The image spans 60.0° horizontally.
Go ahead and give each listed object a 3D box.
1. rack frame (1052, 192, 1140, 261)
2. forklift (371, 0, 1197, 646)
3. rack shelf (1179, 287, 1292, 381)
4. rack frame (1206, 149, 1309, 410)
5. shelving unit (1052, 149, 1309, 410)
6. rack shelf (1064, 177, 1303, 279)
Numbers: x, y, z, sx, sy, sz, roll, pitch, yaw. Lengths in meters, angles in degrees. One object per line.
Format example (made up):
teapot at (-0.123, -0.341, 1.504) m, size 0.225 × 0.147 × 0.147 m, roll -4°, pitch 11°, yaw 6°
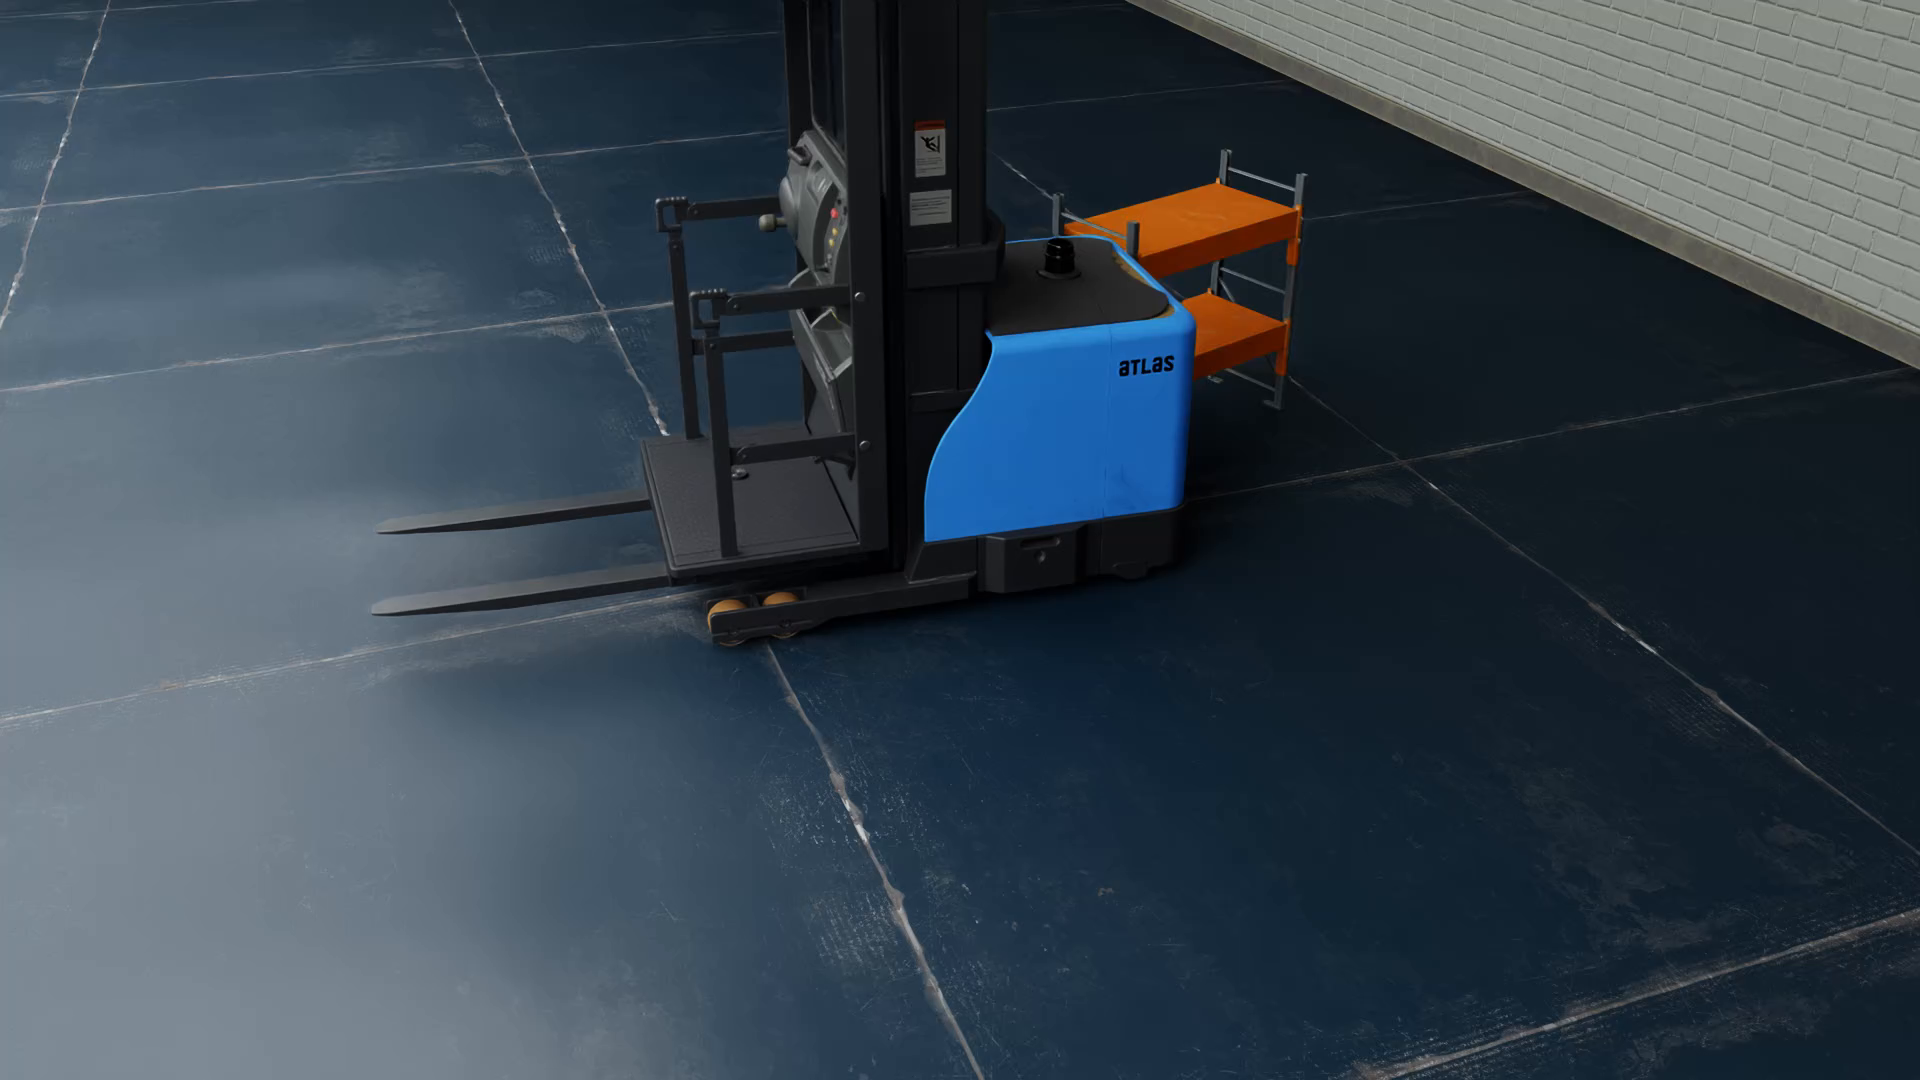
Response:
rack frame at (0.564, -0.889, 7.174) m, size 0.032 × 1.125 × 0.500 m, roll -21°, pitch 36°, yaw -32°
forklift at (-0.699, -1.178, 5.857) m, size 3.031 × 2.935 × 1.130 m, roll -8°, pitch 31°, yaw -13°
rack shelf at (0.963, -0.834, 7.568) m, size 1.000 × 0.278 × 0.538 m, roll -21°, pitch 36°, yaw -32°
rack frame at (1.362, -1.203, 7.719) m, size 0.032 × 1.125 × 0.500 m, roll -21°, pitch 36°, yaw -32°
shelving unit at (0.963, -1.046, 7.446) m, size 1.048 × 1.125 × 0.538 m, roll -21°, pitch 36°, yaw -32°
rack shelf at (0.962, -1.300, 7.301) m, size 1.000 × 0.278 × 0.538 m, roll -21°, pitch 36°, yaw -32°
